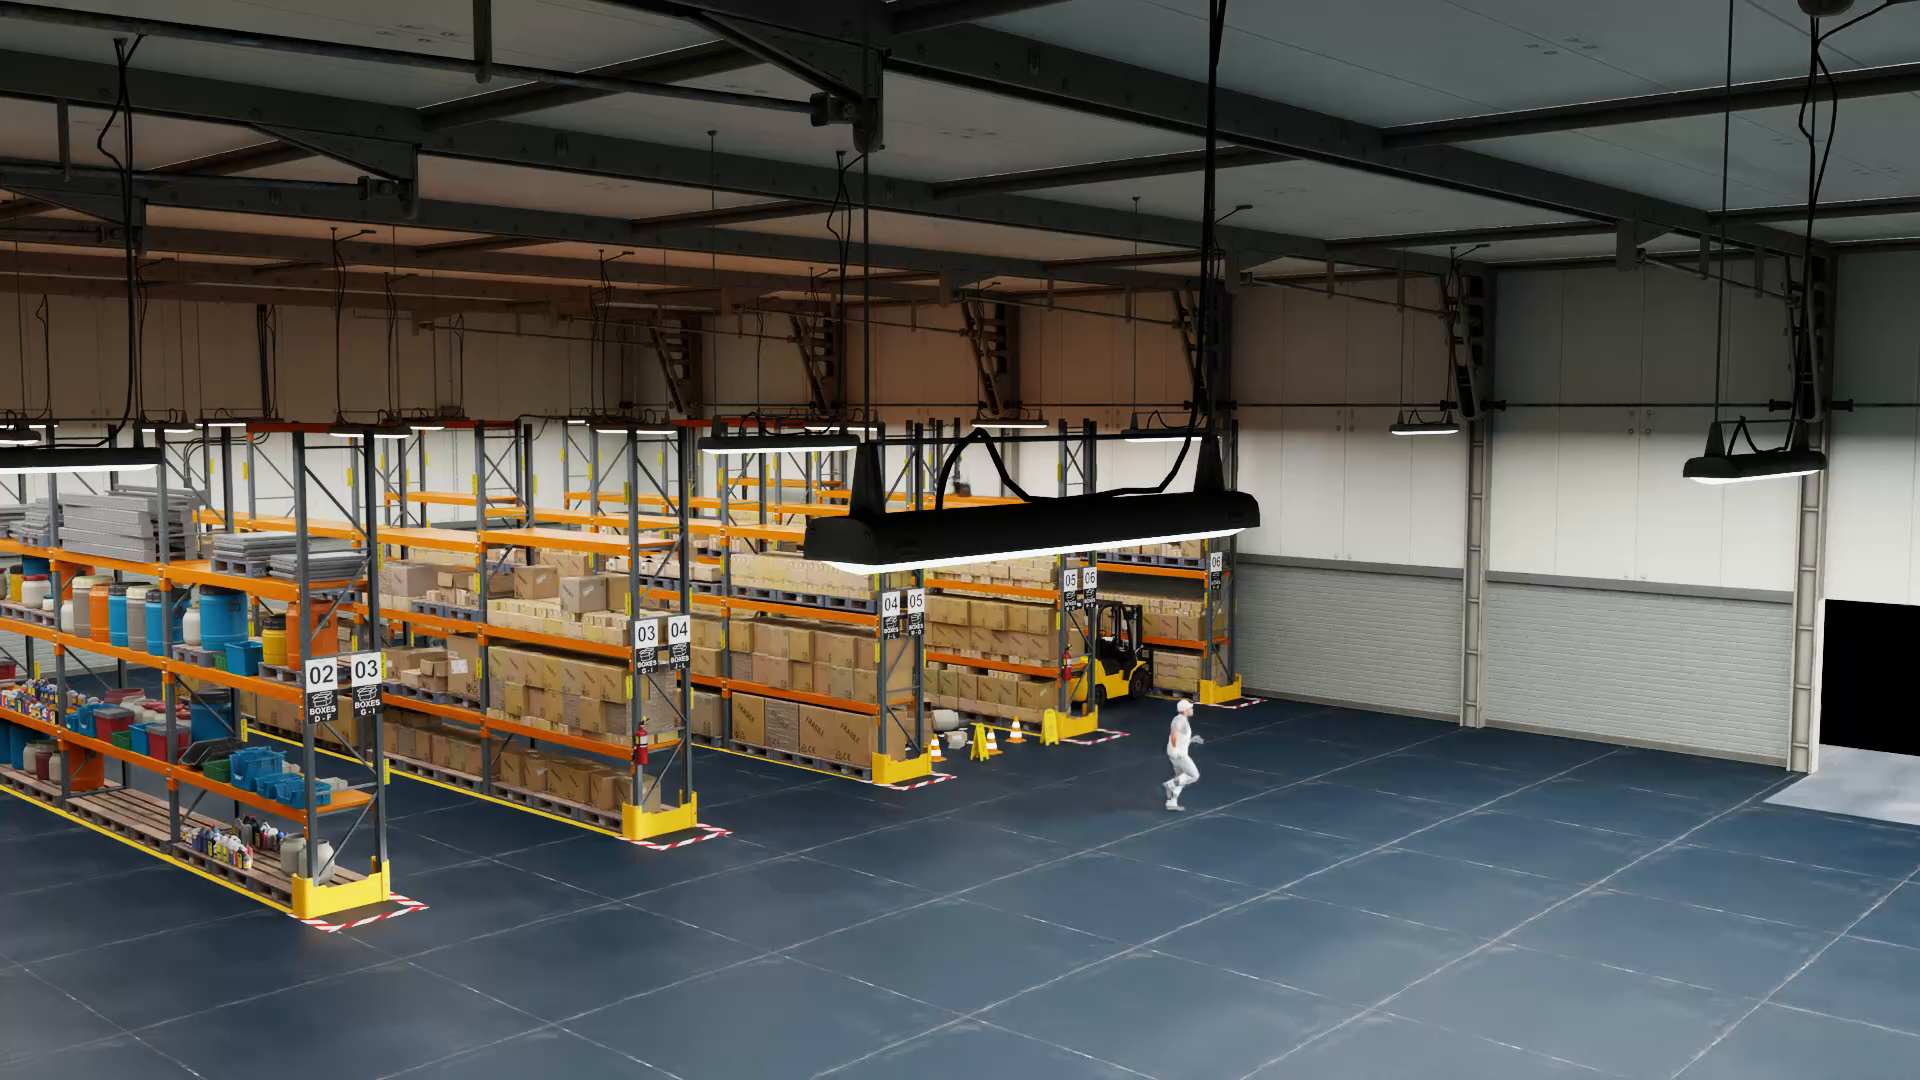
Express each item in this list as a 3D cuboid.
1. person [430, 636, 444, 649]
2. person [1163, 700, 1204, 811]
[{"bbox_3d":[-12.679,2.229,40.277,0.526,1.632,0.712,0,5,-3],"label":"person"},{"bbox_3d":[3.488,3.355,25.894,0.656,1.728,0.709,0,5,-3],"label":"person"}]
